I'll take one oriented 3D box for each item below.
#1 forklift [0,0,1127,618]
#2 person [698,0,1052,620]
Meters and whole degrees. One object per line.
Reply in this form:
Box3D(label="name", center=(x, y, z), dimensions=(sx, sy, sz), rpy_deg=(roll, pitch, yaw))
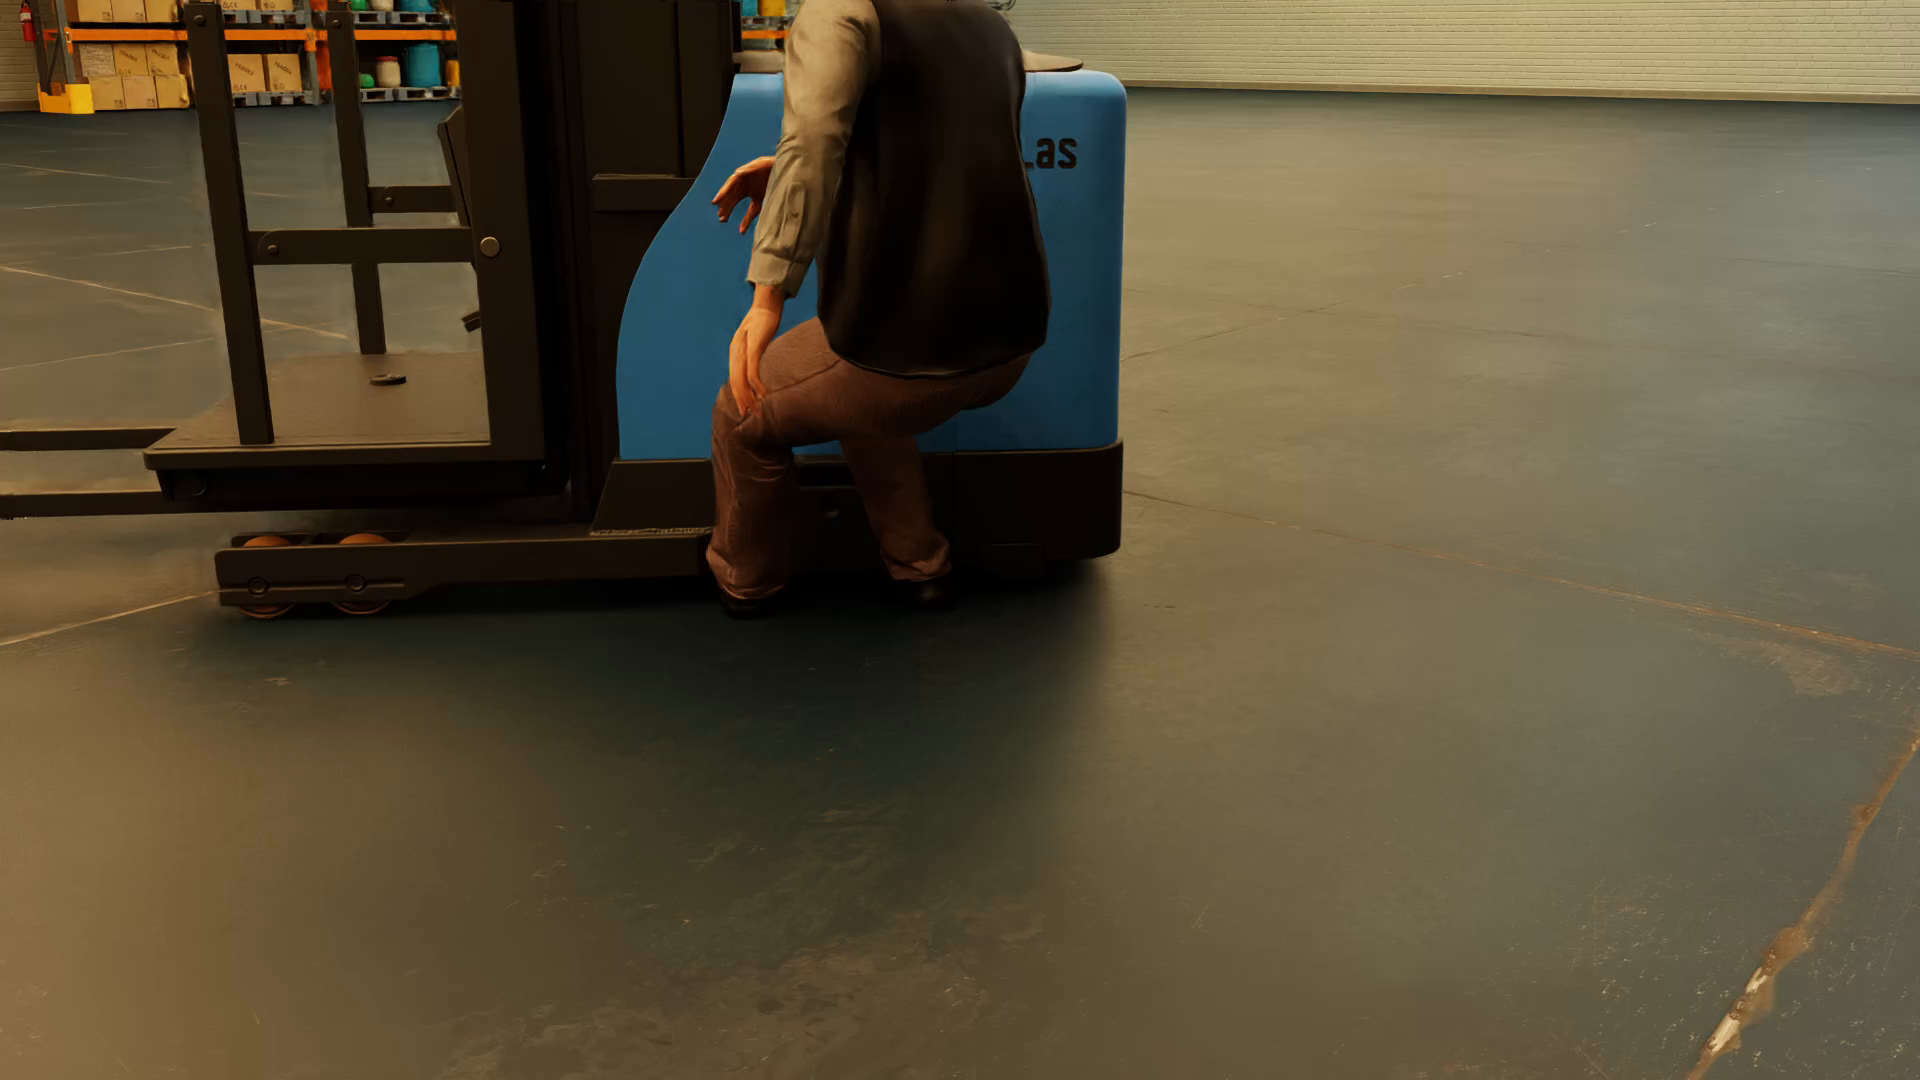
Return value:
Box3D(label="forklift", center=(-1.197, -1.403, 3.517), dimensions=(3.031, 2.935, 1.130), rpy_deg=(-2, 17, -5))
Box3D(label="person", center=(-0.295, -0.444, 3.041), dimensions=(0.936, 1.492, 0.898), rpy_deg=(13, 21, 37))
